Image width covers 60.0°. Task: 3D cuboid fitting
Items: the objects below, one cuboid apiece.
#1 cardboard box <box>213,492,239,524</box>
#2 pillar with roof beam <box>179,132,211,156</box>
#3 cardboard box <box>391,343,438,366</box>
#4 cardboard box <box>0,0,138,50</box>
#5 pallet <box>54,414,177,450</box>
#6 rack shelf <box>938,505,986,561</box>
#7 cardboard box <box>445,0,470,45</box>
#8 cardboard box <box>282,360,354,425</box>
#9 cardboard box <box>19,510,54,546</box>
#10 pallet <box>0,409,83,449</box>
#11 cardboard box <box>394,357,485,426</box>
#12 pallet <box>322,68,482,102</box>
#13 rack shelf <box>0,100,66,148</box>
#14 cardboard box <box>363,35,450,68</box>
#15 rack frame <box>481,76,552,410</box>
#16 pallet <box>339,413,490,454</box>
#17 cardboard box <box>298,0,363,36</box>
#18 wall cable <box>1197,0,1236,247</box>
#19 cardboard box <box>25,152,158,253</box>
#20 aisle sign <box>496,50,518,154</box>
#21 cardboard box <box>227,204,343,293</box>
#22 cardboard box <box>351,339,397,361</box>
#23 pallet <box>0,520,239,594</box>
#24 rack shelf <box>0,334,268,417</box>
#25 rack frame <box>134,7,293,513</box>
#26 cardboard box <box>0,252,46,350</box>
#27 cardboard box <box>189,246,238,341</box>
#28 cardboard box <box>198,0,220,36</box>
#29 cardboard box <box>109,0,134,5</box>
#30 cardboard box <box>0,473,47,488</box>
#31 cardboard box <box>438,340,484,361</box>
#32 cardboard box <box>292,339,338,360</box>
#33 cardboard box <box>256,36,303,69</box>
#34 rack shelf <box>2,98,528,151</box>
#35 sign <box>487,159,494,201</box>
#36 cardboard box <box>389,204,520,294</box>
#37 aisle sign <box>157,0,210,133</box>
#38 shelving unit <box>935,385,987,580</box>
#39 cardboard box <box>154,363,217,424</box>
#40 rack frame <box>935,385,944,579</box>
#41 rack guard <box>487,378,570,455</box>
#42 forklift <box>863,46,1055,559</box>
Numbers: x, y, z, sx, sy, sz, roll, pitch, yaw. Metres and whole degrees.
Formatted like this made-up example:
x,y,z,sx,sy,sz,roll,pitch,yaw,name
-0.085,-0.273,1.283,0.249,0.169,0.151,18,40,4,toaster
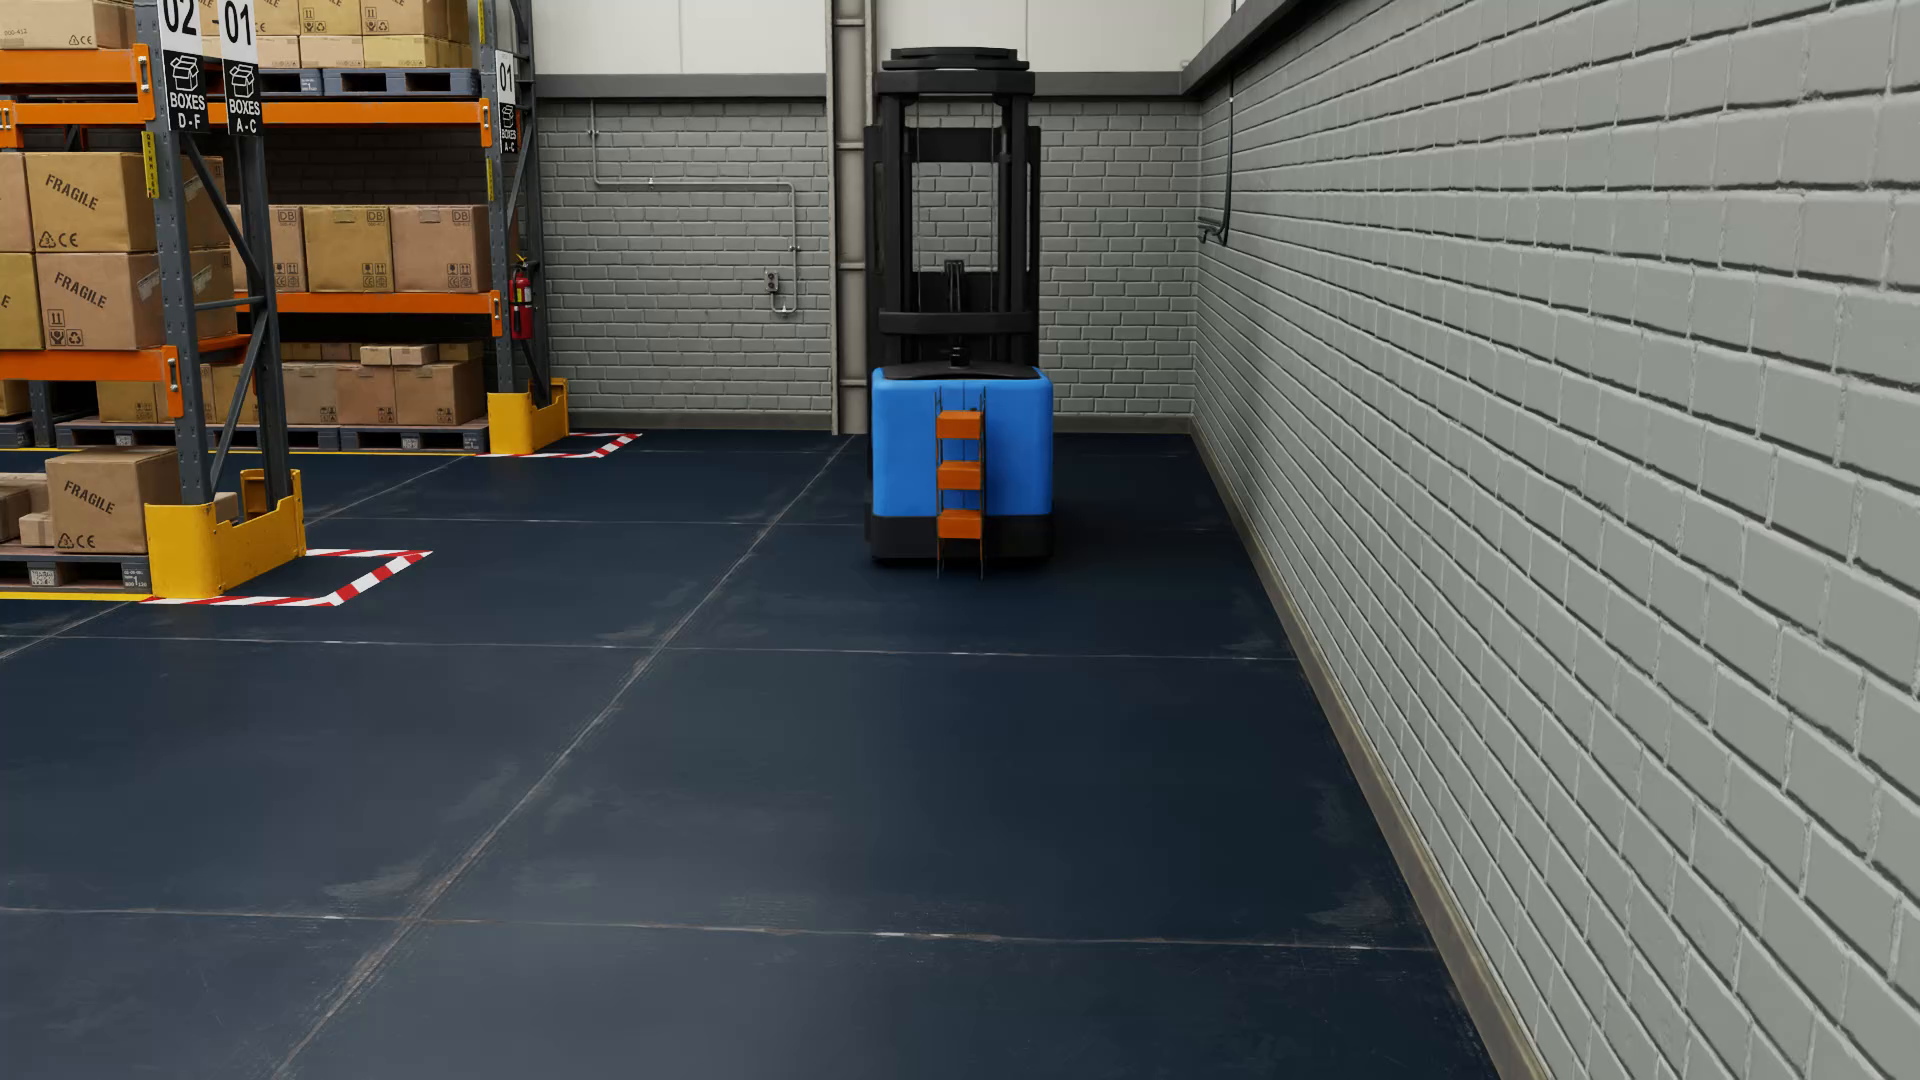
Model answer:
x,y,z,sx,sy,sz,roll,pitch,yaw,name
-4.402,-0.172,9.651,0.250,0.149,0.380,1,12,4,cardboard box
-7.202,-4.567,10.121,0.400,9.000,9.100,1,12,4,pillar with roof beam
-4.525,-1.541,13.805,0.250,0.149,0.380,1,12,3,cardboard box
-4.537,-2.624,8.526,0.500,0.250,0.500,1,12,4,cardboard box
-6.917,-0.951,14.300,1.213,0.211,1.003,1,12,4,pallet
0.012,-0.037,9.246,0.240,0.259,0.215,2,17,8,rack shelf
-4.392,-4.364,13.741,0.500,0.500,0.500,0,12,2,cardboard box
-5.386,-1.273,14.105,0.500,0.500,0.700,0,12,2,cardboard box
-4.964,-0.085,9.196,0.250,0.166,0.380,1,12,4,cardboard box
-8.446,-0.973,14.403,1.213,0.211,1.003,1,12,4,pallet
-4.385,-1.259,14.041,0.500,0.500,0.700,1,12,4,cardboard box
-4.420,-3.721,13.620,1.213,0.211,1.003,1,12,4,pallet
-9.666,-3.486,14.038,4.000,0.370,1.077,1,12,4,rack shelf
-4.428,-3.893,13.323,0.500,0.250,0.500,1,12,5,cardboard box
-3.680,-2.288,13.879,0.127,3.000,1.000,1,12,4,rack frame
-4.483,-0.918,14.141,1.213,0.211,1.003,1,12,4,pallet
-4.927,-4.268,13.283,0.500,0.500,0.500,1,12,5,cardboard box
1.940,-3.554,12.864,0.112,2.526,3.097,1,12,4,wall cable
-4.469,-1.764,8.689,0.500,0.500,0.500,1,12,3,cardboard box
-3.628,-3.498,13.316,0.004,0.787,0.394,1,12,4,aisle sign
-5.676,-2.460,13.968,0.700,0.700,0.980,0,12,1,cardboard box
-5.002,-1.626,14.210,0.250,0.149,0.380,1,12,4,cardboard box
-4.878,0.077,9.383,1.213,0.211,1.003,1,12,4,pallet
-6.002,-0.951,9.246,4.000,0.370,1.077,1,12,4,rack shelf
-4.007,-1.276,9.041,0.127,3.000,1.000,1,12,4,rack frame
-4.990,-1.282,8.825,0.500,0.500,0.500,1,12,4,cardboard box
-4.432,-1.385,9.318,0.500,0.500,0.500,1,12,5,cardboard box
-5.971,-4.281,13.344,0.500,0.500,0.500,1,12,4,cardboard box
-4.536,-2.870,8.483,0.500,0.250,0.500,1,12,4,cardboard box
-5.528,-0.224,9.656,0.500,0.250,0.500,1,12,4,cardboard box
-4.247,-1.616,14.161,0.250,0.149,0.380,1,12,4,cardboard box
-5.512,-1.633,14.242,0.250,0.149,0.380,1,12,4,cardboard box
-5.467,-3.906,13.385,0.500,0.250,0.500,0,12,2,cardboard box
-5.675,-3.431,13.777,4.000,0.370,1.077,1,12,4,rack shelf
-3.730,-2.860,13.208,0.005,0.325,0.100,1,12,4,sign
-4.189,-2.440,13.872,0.700,0.700,0.980,1,12,6,cardboard box
-3.959,-2.485,8.472,0.004,0.787,0.394,1,12,4,aisle sign
0.008,-0.314,9.164,0.252,1.050,0.215,2,17,8,shelving unit
-6.430,-1.286,14.169,0.500,0.500,0.700,1,12,3,cardboard box
-0.112,-0.317,9.180,0.008,1.050,0.200,2,17,8,rack frame
-3.656,-1.064,14.134,0.348,0.500,1.175,1,12,4,rack guard
-0.064,-1.574,10.635,1.130,2.935,3.031,-1,12,-3,forklift
